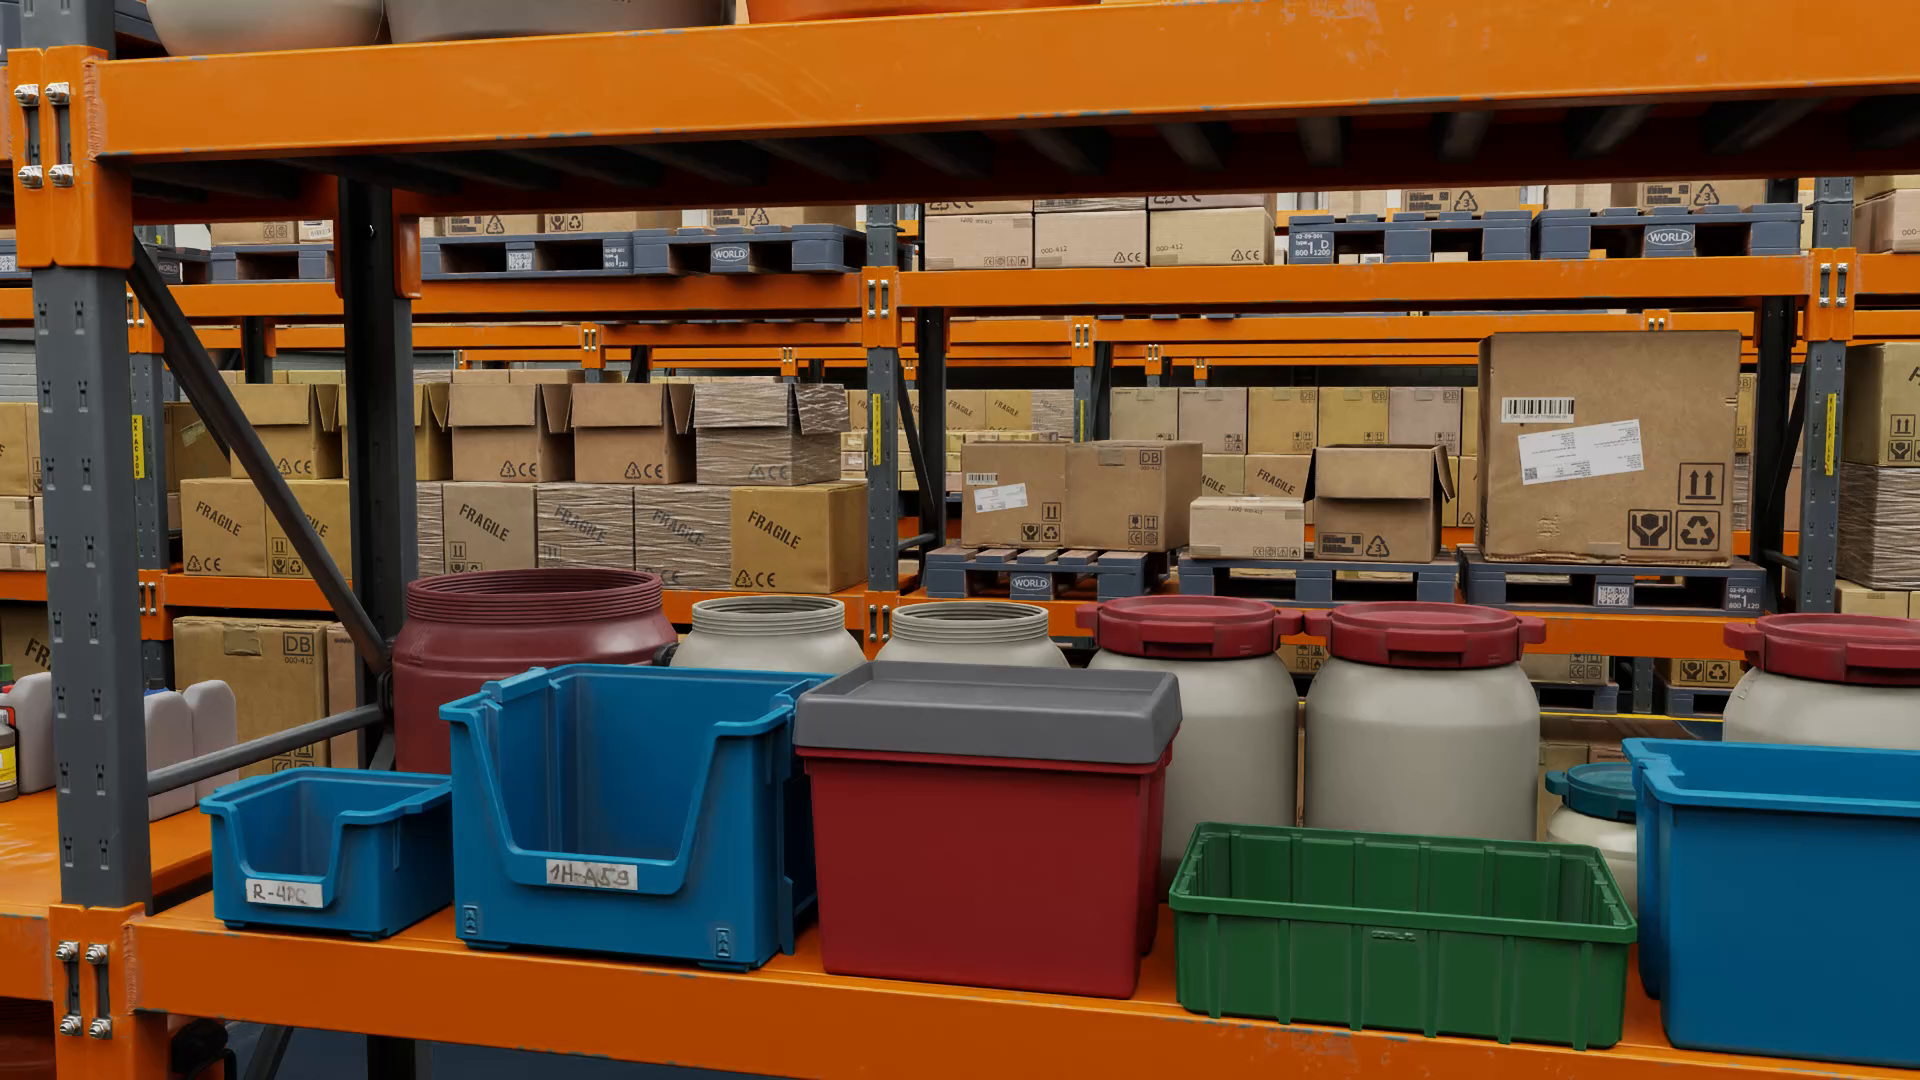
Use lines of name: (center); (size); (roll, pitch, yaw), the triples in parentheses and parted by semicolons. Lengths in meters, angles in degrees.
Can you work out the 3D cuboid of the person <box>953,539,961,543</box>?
person: (0.147, 0.011, 16.391); (0.467, 1.695, 0.386); (1, 5, 15)
